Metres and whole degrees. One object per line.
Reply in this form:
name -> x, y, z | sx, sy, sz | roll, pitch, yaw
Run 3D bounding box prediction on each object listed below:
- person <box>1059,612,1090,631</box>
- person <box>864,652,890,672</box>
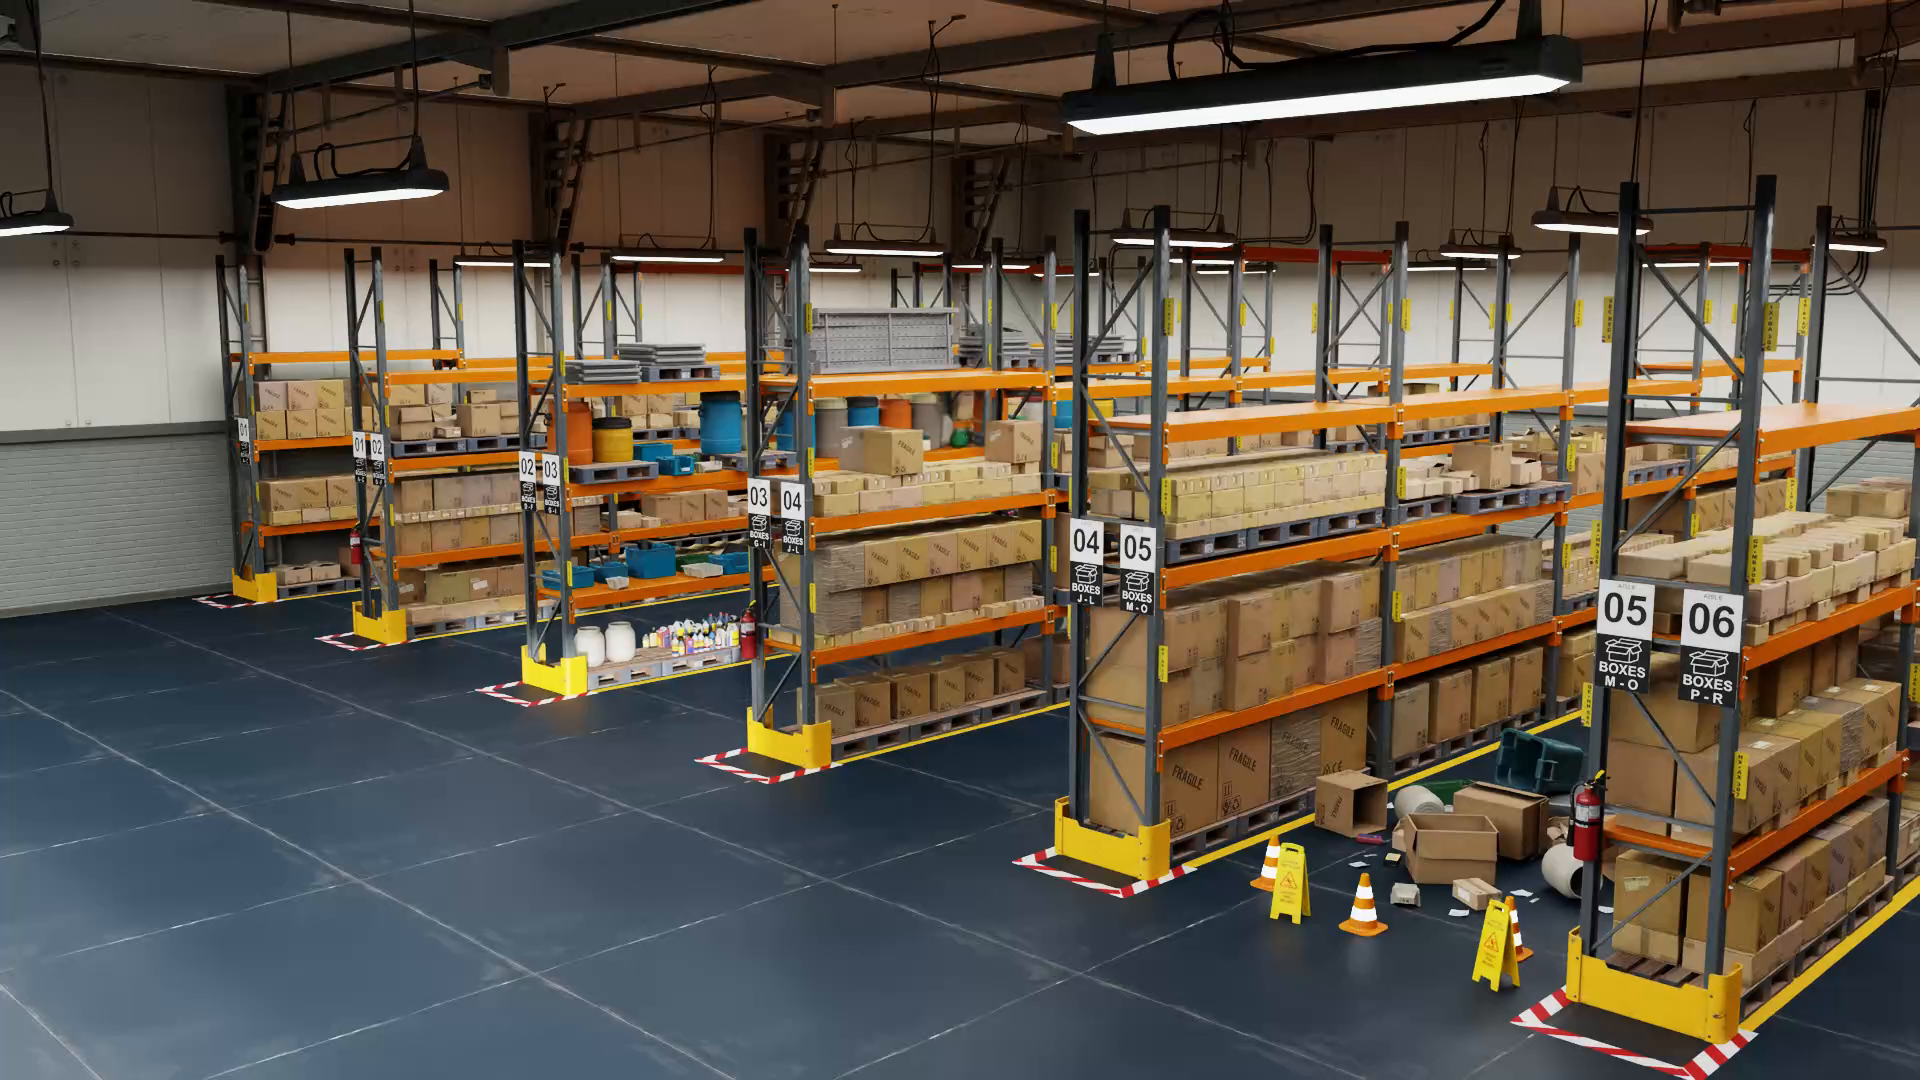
person -> 1.891, 0.528, 26.636 | 0.662, 1.778, 0.931 | 6, 10, 36
person -> -1.221, 1.229, 22.672 | 0.603, 1.491, 0.852 | 3, 9, 22
